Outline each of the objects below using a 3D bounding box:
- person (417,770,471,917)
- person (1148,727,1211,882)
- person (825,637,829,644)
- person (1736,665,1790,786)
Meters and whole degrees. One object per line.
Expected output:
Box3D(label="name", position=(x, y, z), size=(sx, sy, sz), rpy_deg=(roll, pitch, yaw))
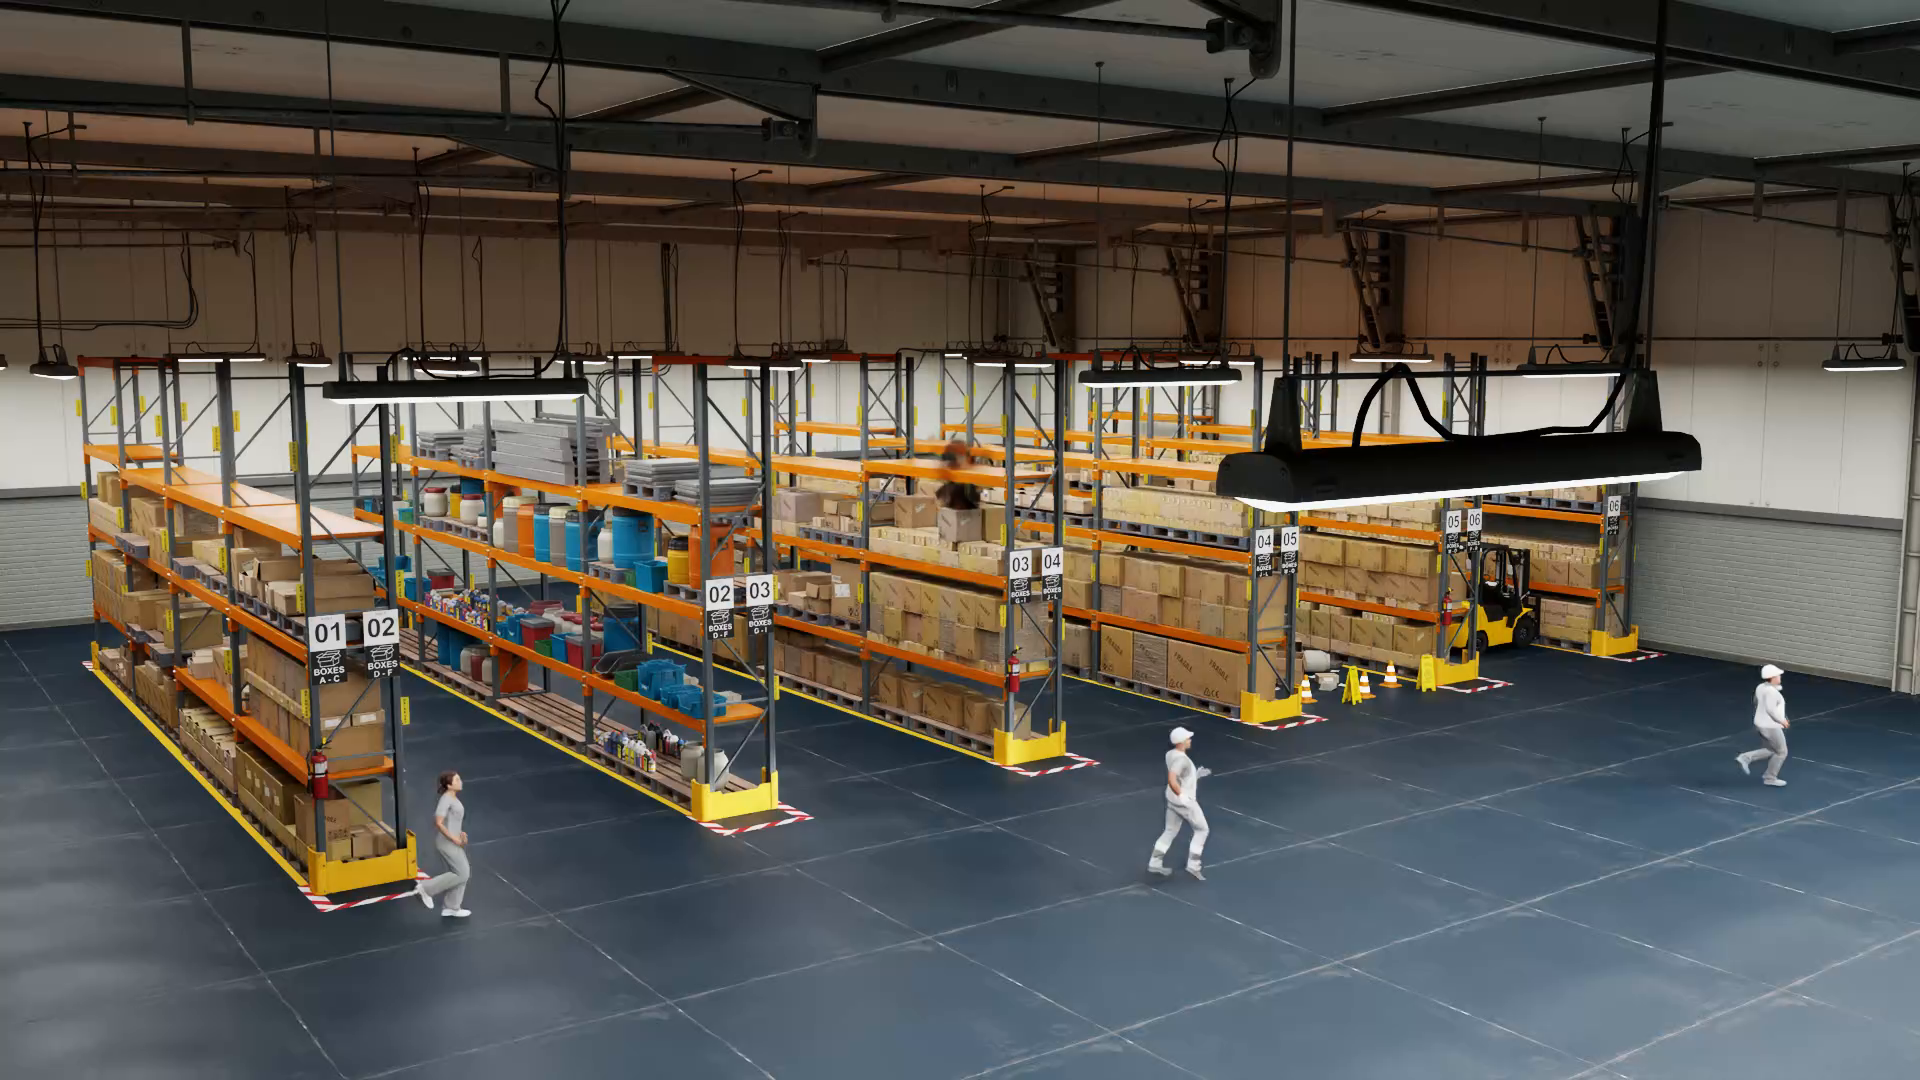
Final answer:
Box3D(label="person", position=(-5.675, 3.334, 18.227), size=(0.563, 1.632, 0.558), rpy_deg=(-2, 7, -14))
Box3D(label="person", position=(2.589, 3.097, 19.410), size=(0.774, 1.846, 0.643), rpy_deg=(-2, 7, -18))
Box3D(label="person", position=(-2.743, 1.464, 33.648), size=(0.584, 1.613, 0.557), rpy_deg=(-6, 9, -40))
Box3D(label="person", position=(11.422, 2.619, 23.555), size=(0.617, 1.728, 0.681), rpy_deg=(1, 7, 7))
